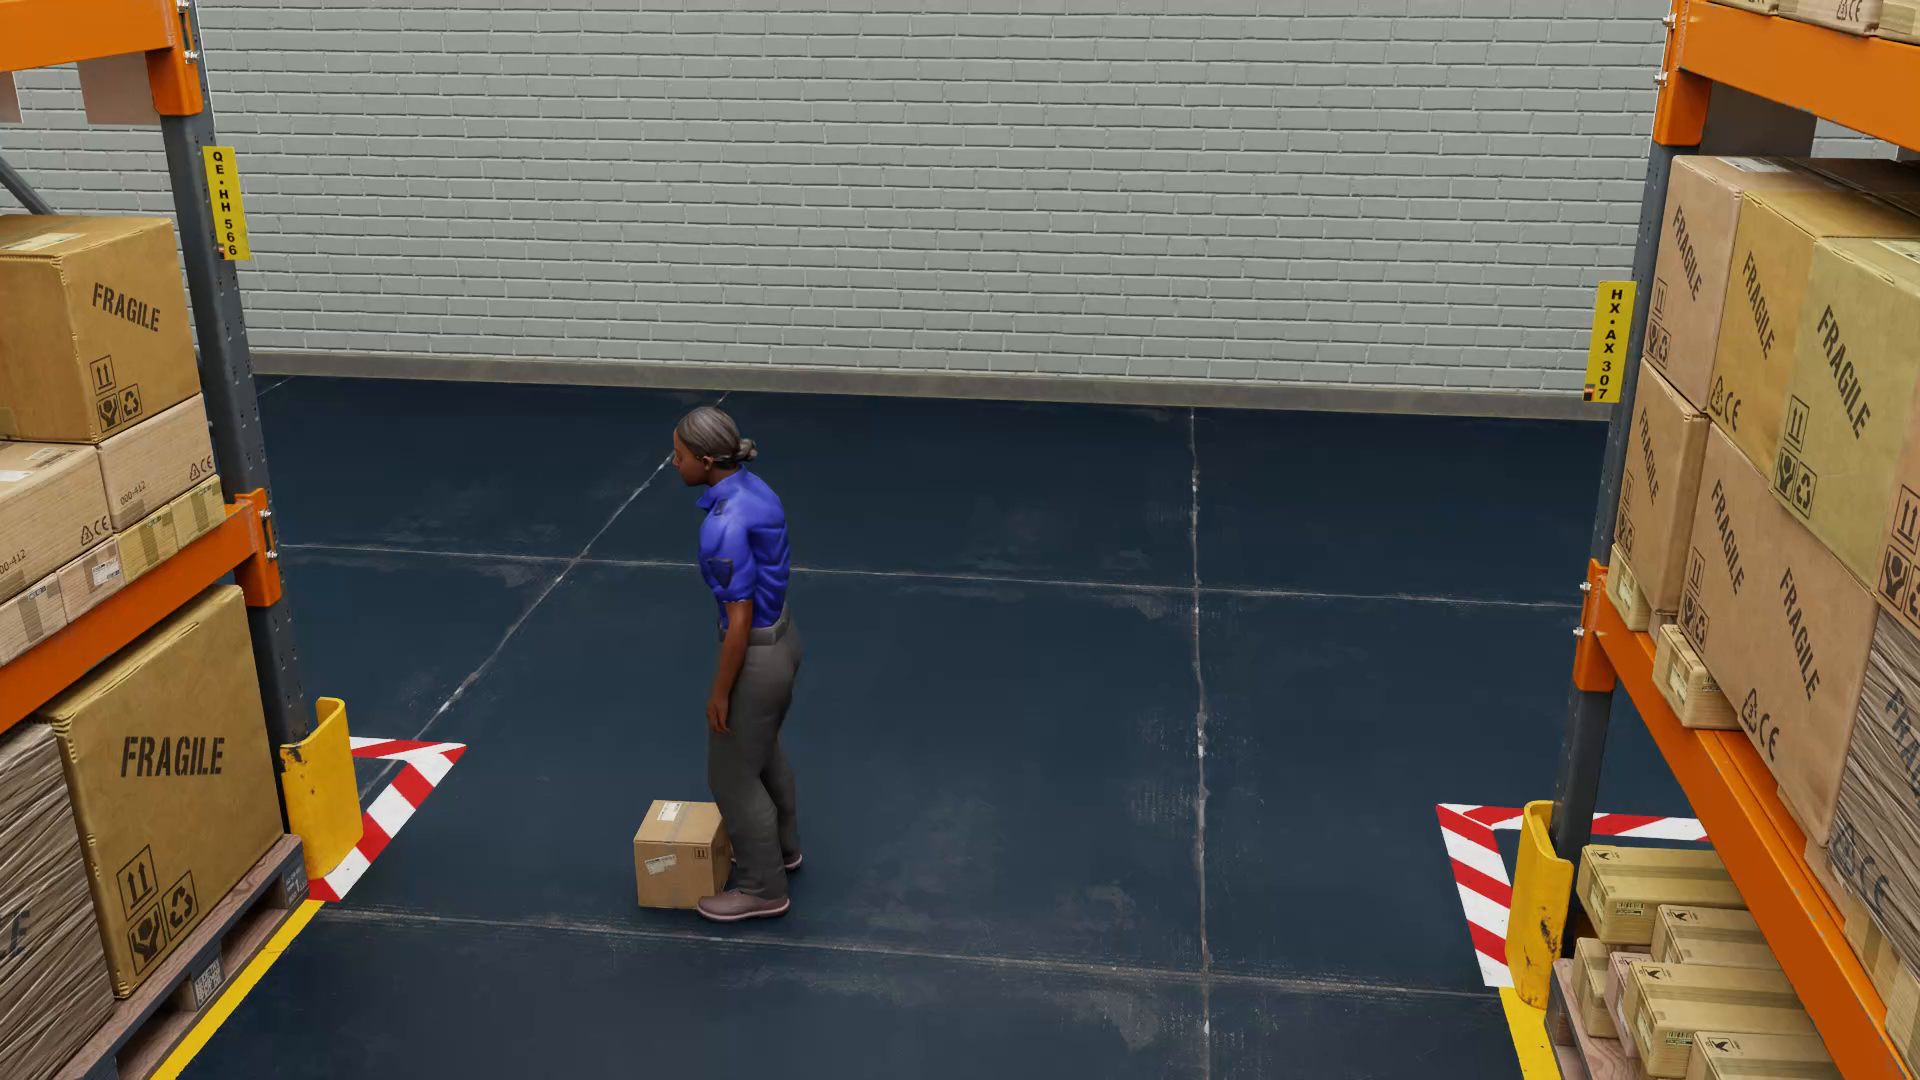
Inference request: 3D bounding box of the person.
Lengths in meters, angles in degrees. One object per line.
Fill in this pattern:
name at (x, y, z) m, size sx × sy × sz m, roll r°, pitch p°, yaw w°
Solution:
person at (-0.668, 0.375, 5.127) m, size 0.351 × 1.655 × 0.523 m, roll 2°, pitch 21°, yaw 5°
